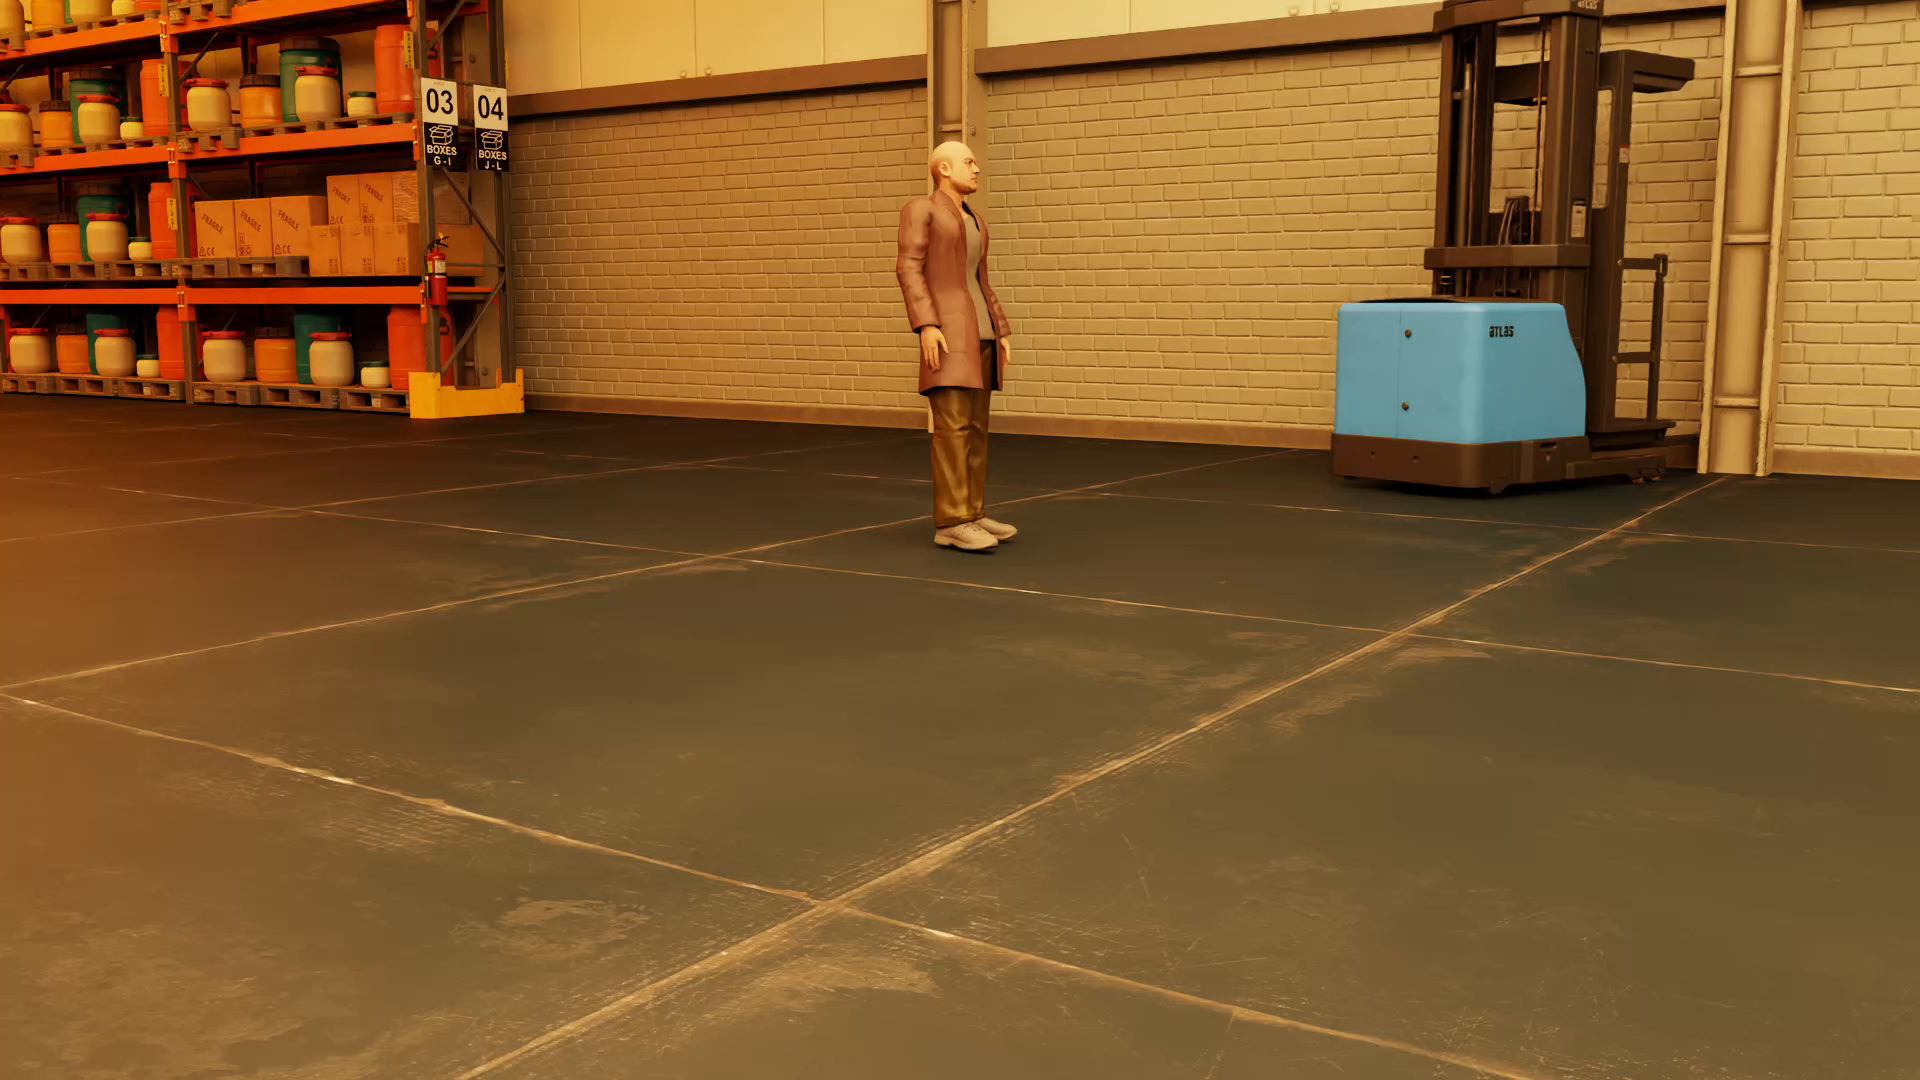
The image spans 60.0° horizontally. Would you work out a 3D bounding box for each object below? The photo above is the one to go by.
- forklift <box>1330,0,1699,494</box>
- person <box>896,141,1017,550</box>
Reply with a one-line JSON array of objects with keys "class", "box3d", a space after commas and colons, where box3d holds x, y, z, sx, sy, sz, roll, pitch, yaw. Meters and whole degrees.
[{"class": "forklift", "box3d": [3.680, -1.843, 10.152, 3.031, 2.935, 1.130, -6, 10, -36]}, {"class": "person", "box3d": [0.074, -0.880, 7.423, 0.579, 1.777, 0.698, 5, 10, 34]}]
